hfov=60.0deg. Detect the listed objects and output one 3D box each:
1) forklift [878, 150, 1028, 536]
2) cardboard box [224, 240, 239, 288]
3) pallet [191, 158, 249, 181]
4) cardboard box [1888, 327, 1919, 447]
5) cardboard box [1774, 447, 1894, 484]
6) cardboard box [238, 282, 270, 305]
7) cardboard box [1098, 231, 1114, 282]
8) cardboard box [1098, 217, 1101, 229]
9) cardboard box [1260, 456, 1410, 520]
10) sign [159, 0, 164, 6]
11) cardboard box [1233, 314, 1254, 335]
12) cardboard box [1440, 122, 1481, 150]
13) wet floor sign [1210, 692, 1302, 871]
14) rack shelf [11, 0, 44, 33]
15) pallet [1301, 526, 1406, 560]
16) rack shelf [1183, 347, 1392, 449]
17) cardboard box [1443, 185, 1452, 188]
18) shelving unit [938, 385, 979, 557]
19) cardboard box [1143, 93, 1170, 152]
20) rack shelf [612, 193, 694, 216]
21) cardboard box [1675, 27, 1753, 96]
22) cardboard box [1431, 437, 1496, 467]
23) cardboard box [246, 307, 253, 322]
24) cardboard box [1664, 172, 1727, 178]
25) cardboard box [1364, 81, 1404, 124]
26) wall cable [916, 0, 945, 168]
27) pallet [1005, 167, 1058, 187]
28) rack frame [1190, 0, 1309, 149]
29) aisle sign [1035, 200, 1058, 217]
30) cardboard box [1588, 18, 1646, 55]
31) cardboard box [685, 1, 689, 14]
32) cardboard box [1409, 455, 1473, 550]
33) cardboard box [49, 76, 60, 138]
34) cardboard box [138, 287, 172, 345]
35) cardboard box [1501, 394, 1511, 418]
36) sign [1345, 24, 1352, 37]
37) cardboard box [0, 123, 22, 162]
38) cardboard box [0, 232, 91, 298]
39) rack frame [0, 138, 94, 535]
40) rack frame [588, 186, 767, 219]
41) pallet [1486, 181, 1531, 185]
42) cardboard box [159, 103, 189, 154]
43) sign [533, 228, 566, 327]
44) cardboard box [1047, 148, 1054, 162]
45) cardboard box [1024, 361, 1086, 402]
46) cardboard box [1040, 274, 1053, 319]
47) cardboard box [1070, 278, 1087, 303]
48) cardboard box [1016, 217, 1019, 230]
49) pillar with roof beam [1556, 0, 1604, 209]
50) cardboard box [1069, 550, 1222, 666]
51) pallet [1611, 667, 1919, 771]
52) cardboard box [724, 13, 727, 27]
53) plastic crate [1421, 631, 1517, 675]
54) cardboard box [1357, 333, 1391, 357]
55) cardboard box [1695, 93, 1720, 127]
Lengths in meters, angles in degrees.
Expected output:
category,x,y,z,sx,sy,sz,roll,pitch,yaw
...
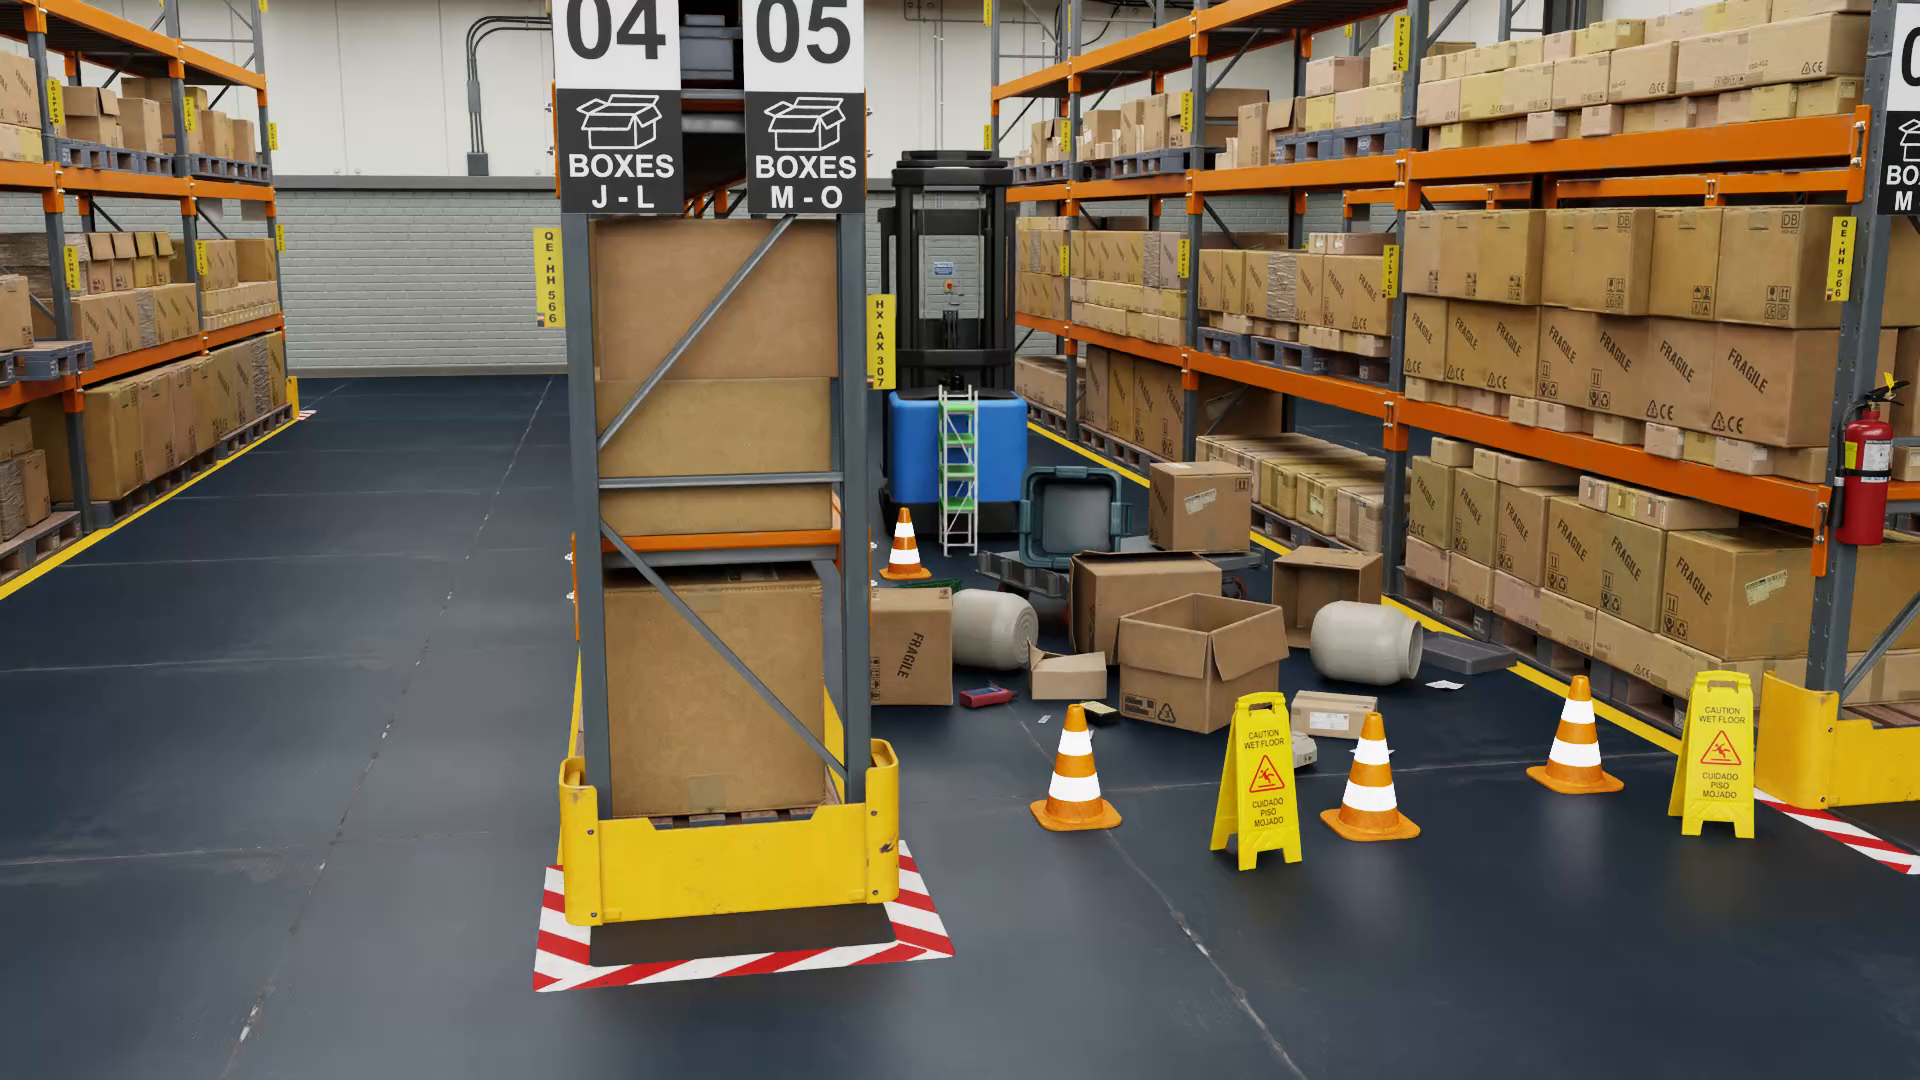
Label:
category,x,y,z,sx,sy,sz,roll,pitch,yaw
forklift,-0.116,-1.699,13.783,1.130,2.935,3.031,-1,11,-5
cardboard box,-8.074,-2.963,17.843,0.500,0.500,0.500,-2,11,-13
pallet,-8.421,-4.043,18.131,1.003,0.211,1.213,-2,11,-11
cardboard box,4.197,-0.691,7.242,0.500,0.500,0.500,-2,11,-12
cardboard box,3.734,-0.336,7.113,0.380,0.149,0.250,-2,11,-9
cardboard box,-8.364,-2.873,19.376,0.500,0.250,0.500,-2,11,-12
cardboard box,1.707,-2.865,16.783,0.500,0.500,0.500,-2,11,-12
cardboard box,1.366,-3.556,18.681,0.380,0.149,0.250,-2,11,-10
cardboard box,2.854,-0.403,12.698,0.950,0.372,0.625,-2,11,-9
sign,-9.362,-6.438,19.531,0.100,0.325,0.005,-2,11,-11
cardboard box,2.405,-1.727,13.294,0.380,0.149,0.250,-2,11,-11
cardboard box,3.052,-2.366,9.757,0.380,0.149,0.250,-2,11,-11
wet floor sign,1.129,0.889,6.298,0.267,0.644,0.232,-4,12,-21
rack shelf,-6.871,-3.536,10.202,1.077,0.370,4.000,-2,11,-11
pallet,3.086,0.095,11.635,1.003,0.211,1.213,-2,11,-11
rack shelf,2.850,-1.146,12.619,1.077,0.370,4.000,-2,11,-11
cardboard box,6.060,-4.326,20.053,0.380,0.149,0.250,-2,11,-11
shelving unit,-0.015,-0.516,12.199,0.258,1.200,0.503,-1,11,-5
cardboard box,2.082,-3.770,15.068,0.700,0.500,0.500,-3,11,-14
rack shelf,-3.542,-3.888,19.004,1.077,0.370,4.000,-2,11,-11
cardboard box,3.569,-2.122,7.405,0.500,0.250,0.500,-2,11,-12
cardboard box,3.054,-0.532,9.960,0.380,0.149,0.250,-2,11,-10
cardboard box,-8.127,-2.516,18.565,0.380,0.149,0.250,-2,11,-10
cardboard box,6.991,-3.533,15.613,0.500,0.250,0.500,-2,11,-13
cardboard box,2.983,-2.841,10.854,0.500,0.250,0.500,-2,11,-12
wall cable,-0.478,-7.314,27.054,0.463,3.000,0.029,-2,11,-11
pallet,1.059,-4.628,21.203,1.003,0.211,1.213,-2,11,-11
rack frame,2.461,-4.813,13.918,1.000,3.000,0.127,-2,11,-11
aisle sign,1.195,-4.635,22.073,0.394,0.787,0.004,-2,11,-11
cardboard box,3.330,-2.472,8.179,0.380,0.149,0.250,-2,11,-10
cardboard box,-0.957,-2.377,7.357,0.500,0.250,0.500,-2,11,-11
cardboard box,3.088,-0.238,10.152,0.500,0.500,0.500,-2,11,-8
cardboard box,-7.449,-3.346,12.830,0.797,0.503,0.637,-1,11,-8
cardboard box,-7.481,-2.026,15.052,0.500,0.500,0.500,-2,11,-12
cardboard box,3.263,-0.753,9.304,0.380,0.149,0.250,-2,11,-11
sign,5.241,-6.940,22.381,0.100,0.325,0.005,-2,11,-11
cardboard box,-6.817,-2.737,11.432,0.500,0.250,0.500,-2,11,-11
cardboard box,-7.386,-2.182,13.190,0.797,0.503,0.637,-2,11,-9
rack frame,-7.260,-1.506,12.586,1.000,3.000,0.127,-2,11,-11
rack frame,-1.597,-0.934,9.581,1.000,3.000,0.127,-2,11,-11
pallet,6.609,-4.040,18.381,1.213,0.211,1.003,-2,11,-11
cardboard box,-8.249,-4.159,16.844,0.700,0.500,0.500,-3,11,-14
sign,-1.354,-0.868,5.506,0.100,0.325,0.005,-2,11,-11
cardboard box,1.193,-4.359,18.837,0.380,0.149,0.250,-2,11,-10
cardboard box,1.317,-1.996,20.891,0.875,0.438,0.875,-2,11,-9
cardboard box,1.236,-2.819,19.217,0.500,0.500,0.500,-2,11,-12
cardboard box,1.492,-2.681,17.823,0.500,0.250,0.500,-2,11,-13
cardboard box,0.830,-3.972,20.868,0.380,0.149,0.250,-2,11,-13
pillar with roof beam,3.077,-5.732,18.745,9.100,9.000,0.400,-2,11,-11
cardboard box,1.002,0.359,9.099,0.797,0.637,0.503,-2,11,-11
pallet,3.878,0.807,7.894,1.003,0.211,1.213,-2,11,-11
cardboard box,-0.768,-2.066,6.786,0.380,0.149,0.250,-2,11,-11
plastic crate,2.740,0.619,9.228,0.402,0.080,0.583,-6,13,-31
cardboard box,2.868,-1.300,11.052,0.380,0.149,0.250,-2,11,-10
cardboard box,3.590,-1.948,7.556,0.380,0.149,0.250,-2,11,-11
